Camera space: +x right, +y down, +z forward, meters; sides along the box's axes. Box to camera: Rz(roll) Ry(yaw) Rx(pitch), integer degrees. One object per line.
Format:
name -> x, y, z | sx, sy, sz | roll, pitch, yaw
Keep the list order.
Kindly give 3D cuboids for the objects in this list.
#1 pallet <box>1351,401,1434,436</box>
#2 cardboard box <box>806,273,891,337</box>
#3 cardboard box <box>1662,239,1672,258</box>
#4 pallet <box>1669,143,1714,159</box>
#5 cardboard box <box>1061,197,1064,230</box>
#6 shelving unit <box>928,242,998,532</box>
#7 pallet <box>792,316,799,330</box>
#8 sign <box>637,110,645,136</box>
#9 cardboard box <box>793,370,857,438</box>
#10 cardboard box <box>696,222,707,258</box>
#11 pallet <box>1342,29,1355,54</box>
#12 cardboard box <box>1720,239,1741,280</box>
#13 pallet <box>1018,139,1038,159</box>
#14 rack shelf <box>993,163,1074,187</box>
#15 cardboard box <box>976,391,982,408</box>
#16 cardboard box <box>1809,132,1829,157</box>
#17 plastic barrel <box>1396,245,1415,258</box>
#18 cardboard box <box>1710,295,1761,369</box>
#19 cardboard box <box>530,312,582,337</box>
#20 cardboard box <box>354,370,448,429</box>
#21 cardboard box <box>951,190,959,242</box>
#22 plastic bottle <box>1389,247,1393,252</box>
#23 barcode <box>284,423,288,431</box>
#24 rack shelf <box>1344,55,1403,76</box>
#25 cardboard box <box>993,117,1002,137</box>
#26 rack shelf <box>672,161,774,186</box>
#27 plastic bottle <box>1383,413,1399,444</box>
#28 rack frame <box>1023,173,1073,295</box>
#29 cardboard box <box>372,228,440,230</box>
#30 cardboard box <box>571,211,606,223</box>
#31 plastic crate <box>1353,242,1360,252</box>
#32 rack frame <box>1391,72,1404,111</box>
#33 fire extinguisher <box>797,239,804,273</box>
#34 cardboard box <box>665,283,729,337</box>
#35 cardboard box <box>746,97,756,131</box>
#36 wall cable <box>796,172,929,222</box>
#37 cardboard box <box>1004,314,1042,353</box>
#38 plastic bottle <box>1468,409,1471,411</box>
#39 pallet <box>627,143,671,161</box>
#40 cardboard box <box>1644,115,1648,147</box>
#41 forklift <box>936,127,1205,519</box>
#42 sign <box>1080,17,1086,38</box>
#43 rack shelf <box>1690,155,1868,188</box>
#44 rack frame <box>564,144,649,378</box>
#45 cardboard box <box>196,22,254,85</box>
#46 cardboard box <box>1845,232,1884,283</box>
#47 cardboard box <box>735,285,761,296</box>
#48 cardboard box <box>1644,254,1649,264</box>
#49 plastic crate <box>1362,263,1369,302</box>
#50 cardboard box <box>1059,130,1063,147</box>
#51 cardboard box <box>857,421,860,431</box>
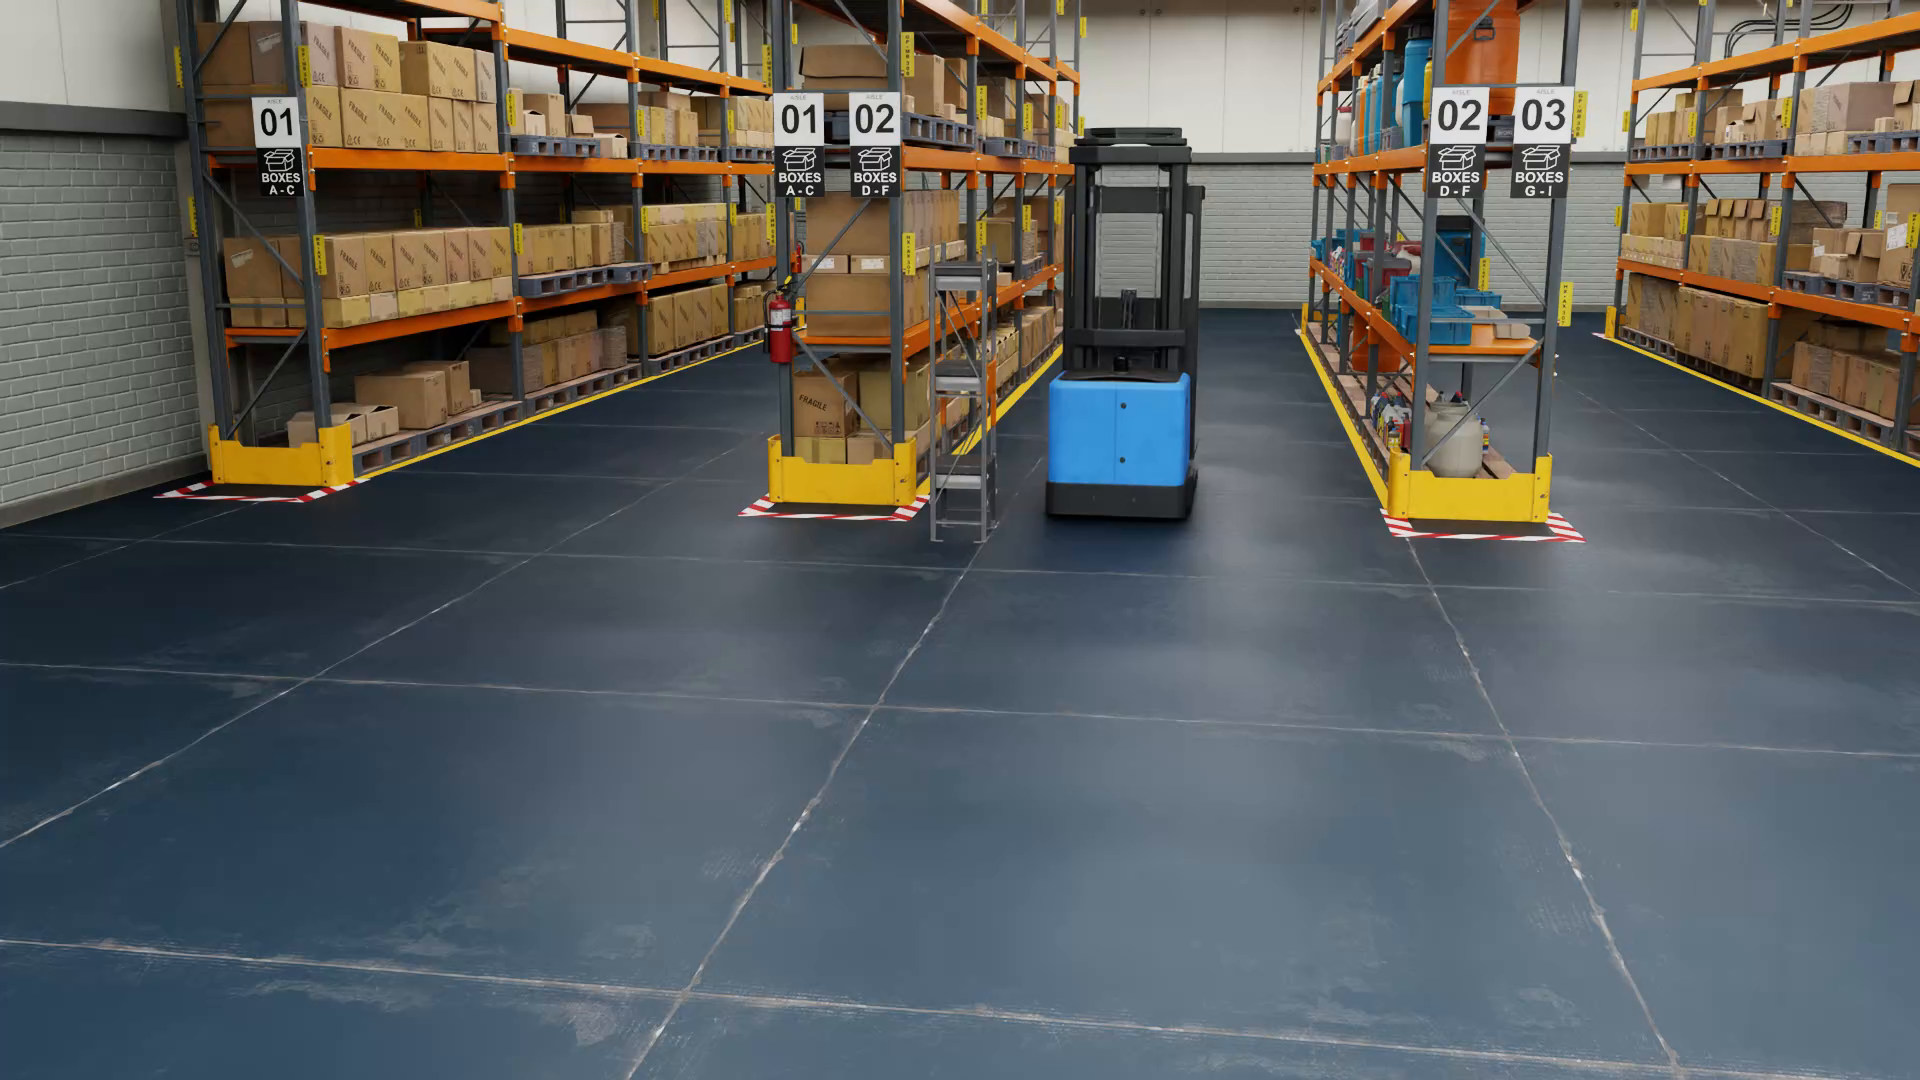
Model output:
pallet -> 4.643, -1.270, 17.383 | 1.003, 0.211, 1.213 | 2, 12, 9
cardboard box -> -0.864, -1.942, 13.648 | 0.700, 0.500, 0.500 | 2, 12, 9
cardboard box -> 10.571, -4.253, 24.258 | 0.500, 0.250, 0.500 | 2, 12, 10
pallet -> 10.821, -5.566, 23.790 | 1.003, 0.211, 1.213 | 2, 12, 9
cardboard box -> 1.327, -5.029, 25.596 | 0.500, 0.500, 0.500 | 1, 12, 7
shelving unit -> 0.026, -1.061, 11.934 | 0.431, 2.100, 0.499 | 2, 12, 9
pallet -> -3.428, -3.755, 28.915 | 1.003, 0.211, 1.213 | 2, 12, 9
sign -> -4.077, -5.323, 21.224 | 0.100, 0.325, 0.005 | 2, 12, 9
cardboard box -> -1.160, -1.146, 13.939 | 0.500, 0.500, 0.500 | 2, 12, 9
cardboard box -> -3.974, -4.343, 24.036 | 0.500, 0.500, 0.500 | 2, 12, 9
pallet -> 5.317, -6.095, 20.311 | 1.213, 0.211, 1.003 | 2, 12, 9
cardboard box -> 10.139, -3.617, 21.421 | 0.500, 0.500, 0.500 | 2, 12, 10
pallet -> 0.266, -4.692, 19.972 | 1.213, 0.211, 1.003 | 2, 12, 11
rack shelf -> 1.205, -5.826, 26.492 | 1.077, 0.370, 4.000 | 2, 12, 9
cardboard box -> -0.026, -1.566, 17.671 | 0.500, 0.250, 0.500 | 2, 12, 7
cardboard box -> 9.667, -4.337, 18.232 | 0.500, 0.250, 0.500 | 2, 12, 10
plastic barrel -> 5.229, -3.134, 19.151 | 0.421, 0.512, 0.421 | 0, 12, 0
cardboard box -> 10.341, -2.635, 21.147 | 1.225, 0.875, 0.875 | 2, 12, 9
cardboard box -> 10.653, -4.184, 22.107 | 30.560, 2.479, 9.718 | 2, 12, 8
cardboard box -> -5.398, -1.360, 16.074 | 0.700, 0.500, 0.500 | 1, 12, 5
cardboard box -> -0.395, -3.220, 16.496 | 0.700, 0.500, 0.500 | 2, 12, 9
plastic bottle -> 5.945, -3.869, 22.942 | 0.144, 0.351, 0.185 | 2, 12, 9
barcode -> -6.041, -1.019, 14.919 | 0.001, 0.075, 0.075 | 2, 12, 9
rack shelf -> 5.484, -6.172, 21.591 | 0.831, 0.071, 3.687 | 2, 12, 9
cardboard box -> 0.205, -4.854, 19.637 | 0.500, 0.250, 0.500 | 2, 12, 10
rack shelf -> -3.690, -5.985, 27.233 | 1.077, 0.370, 4.000 | 2, 12, 9
plastic bottle -> 3.882, -0.996, 14.915 | 0.152, 0.276, 0.135 | 2, 12, 7
rack frame -> 1.512, -5.127, 28.664 | 1.000, 3.000, 0.127 | 2, 12, 9
cardboard box -> -5.590, -2.893, 16.827 | 0.500, 0.500, 0.500 | 2, 12, 8
cardboard box -> -4.671, -4.062, 20.902 | 0.380, 0.149, 0.250 | 0, 12, -1
plastic crate -> 6.208, -4.417, 25.506 | 0.437, 0.282, 0.530 | 2, 12, 9
rack frame -> 4.564, -5.400, 15.692 | 0.949, 2.616, 0.053 | 2, 12, 9
fire extinguisher -> -2.904, -5.083, 29.529 | 0.296, 0.674, 0.183 | 2, 12, 9
cardboard box -> -3.970, -3.469, 25.077 | 0.750, 0.750, 0.750 | 2, 12, 9
cardboard box -> -3.538, -6.715, 26.252 | 0.500, 0.500, 0.500 | 2, 12, 7
wall cable -> -2.160, -7.867, 34.510 | 3.097, 2.526, 0.112 | 2, 12, 9
cardboard box -> 0.867, -2.863, 23.046 | 0.500, 0.500, 0.500 | 1, 12, 7
plastic bottle -> 4.638, -1.067, 15.246 | 0.152, 0.276, 0.135 | 2, 12, 10
pallet -> -4.567, -5.131, 22.012 | 1.213, 0.211, 1.003 | 2, 12, 11
cardboard box -> 11.273, -6.465, 26.280 | 0.700, 0.500, 0.500 | 1, 12, 5
forklift -> 1.029, -1.787, 13.330 | 1.782, 2.935, 3.795 | 2, 12, 10
sign -> 2.058, -8.572, 27.814 | 0.100, 0.325, 0.005 | 2, 12, 9
rack shelf -> 10.378, -4.671, 21.136 | 1.077, 0.370, 4.000 | 2, 12, 9
rack frame -> -4.613, -3.622, 21.678 | 1.000, 3.000, 0.127 | 2, 12, 9
cardboard box -> -6.036, -4.068, 13.973 | 0.500, 0.500, 0.500 | 2, 12, 11
cardboard box -> 9.630, -2.927, 17.213 | 0.797, 0.503, 0.637 | 3, 13, 14
cardboard box -> -3.469, -4.081, 27.207 | 0.380, 0.149, 0.250 | 2, 12, 7
cardboard box -> 10.684, -4.299, 25.419 | 0.380, 0.149, 0.250 | 2, 12, 7
plastic crate -> 4.423, -2.700, 17.439 | 0.392, 0.384, 0.575 | 2, 12, 9
cardboard box -> 1.293, -6.129, 25.363 | 0.500, 0.250, 0.500 | 2, 12, 9
cardboard box -> -1.093, -0.883, 14.502 | 0.500, 0.250, 0.500 | 2, 12, 9
